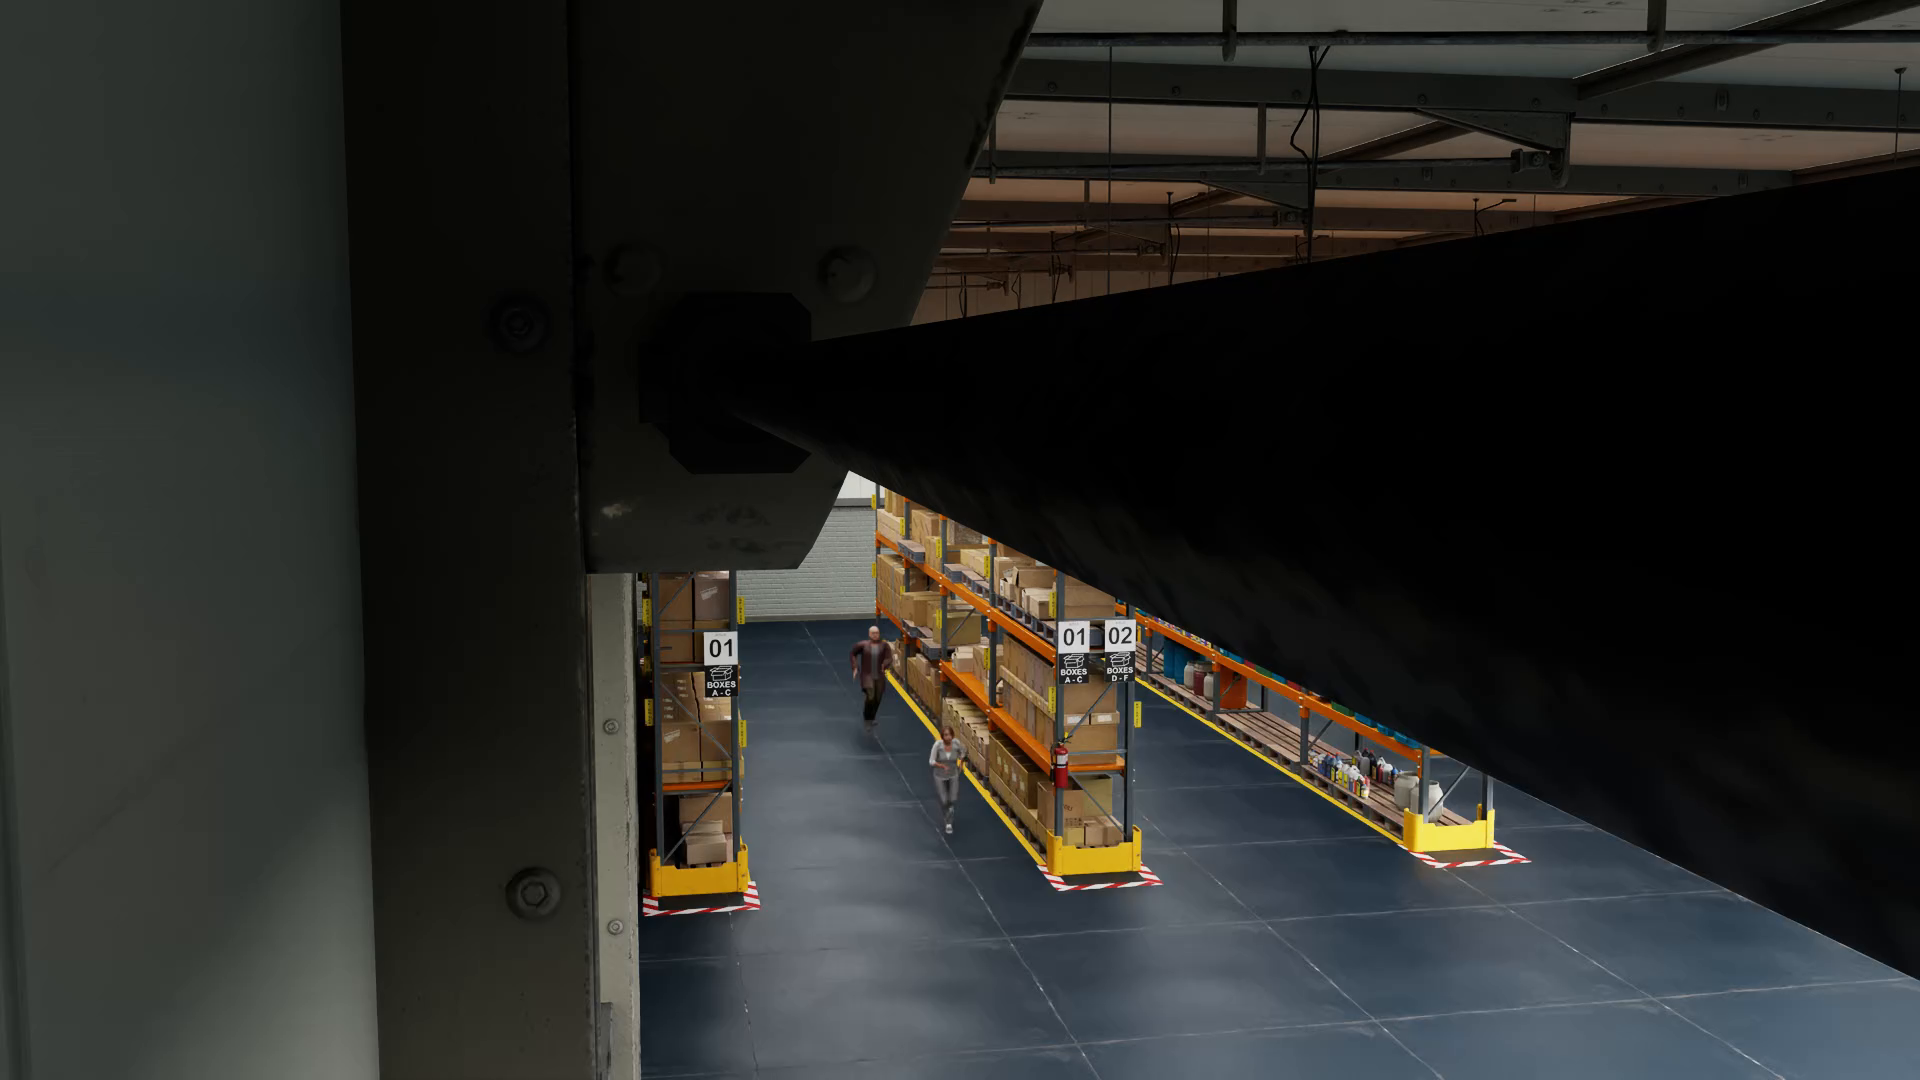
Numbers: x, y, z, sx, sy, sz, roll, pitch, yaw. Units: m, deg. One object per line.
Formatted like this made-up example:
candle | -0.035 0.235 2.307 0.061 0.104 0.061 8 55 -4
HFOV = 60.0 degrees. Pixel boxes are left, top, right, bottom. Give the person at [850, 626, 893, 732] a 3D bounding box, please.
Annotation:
person | -1.470 2.348 28.052 0.673 1.801 0.808 -2 6 -18

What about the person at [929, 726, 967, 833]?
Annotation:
person | -0.157 3.258 22.599 0.517 1.531 0.640 0 6 -3
